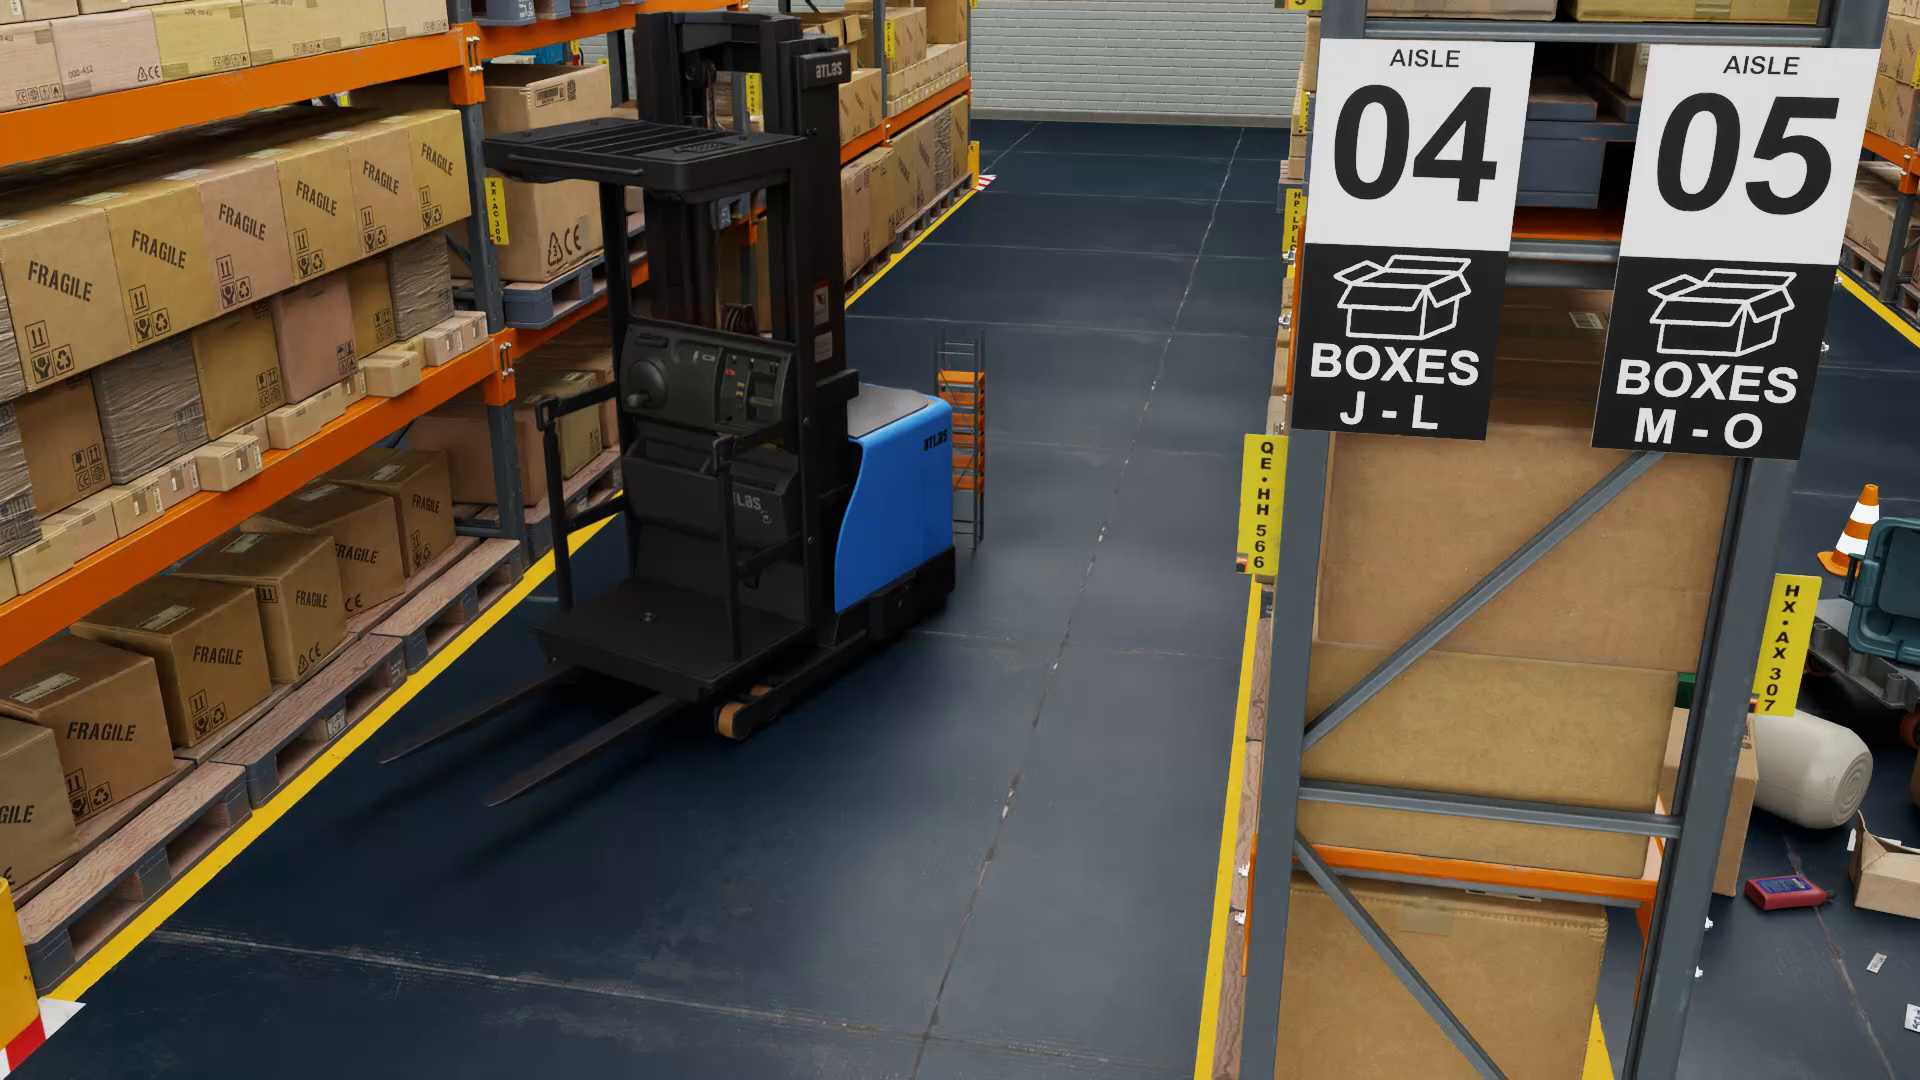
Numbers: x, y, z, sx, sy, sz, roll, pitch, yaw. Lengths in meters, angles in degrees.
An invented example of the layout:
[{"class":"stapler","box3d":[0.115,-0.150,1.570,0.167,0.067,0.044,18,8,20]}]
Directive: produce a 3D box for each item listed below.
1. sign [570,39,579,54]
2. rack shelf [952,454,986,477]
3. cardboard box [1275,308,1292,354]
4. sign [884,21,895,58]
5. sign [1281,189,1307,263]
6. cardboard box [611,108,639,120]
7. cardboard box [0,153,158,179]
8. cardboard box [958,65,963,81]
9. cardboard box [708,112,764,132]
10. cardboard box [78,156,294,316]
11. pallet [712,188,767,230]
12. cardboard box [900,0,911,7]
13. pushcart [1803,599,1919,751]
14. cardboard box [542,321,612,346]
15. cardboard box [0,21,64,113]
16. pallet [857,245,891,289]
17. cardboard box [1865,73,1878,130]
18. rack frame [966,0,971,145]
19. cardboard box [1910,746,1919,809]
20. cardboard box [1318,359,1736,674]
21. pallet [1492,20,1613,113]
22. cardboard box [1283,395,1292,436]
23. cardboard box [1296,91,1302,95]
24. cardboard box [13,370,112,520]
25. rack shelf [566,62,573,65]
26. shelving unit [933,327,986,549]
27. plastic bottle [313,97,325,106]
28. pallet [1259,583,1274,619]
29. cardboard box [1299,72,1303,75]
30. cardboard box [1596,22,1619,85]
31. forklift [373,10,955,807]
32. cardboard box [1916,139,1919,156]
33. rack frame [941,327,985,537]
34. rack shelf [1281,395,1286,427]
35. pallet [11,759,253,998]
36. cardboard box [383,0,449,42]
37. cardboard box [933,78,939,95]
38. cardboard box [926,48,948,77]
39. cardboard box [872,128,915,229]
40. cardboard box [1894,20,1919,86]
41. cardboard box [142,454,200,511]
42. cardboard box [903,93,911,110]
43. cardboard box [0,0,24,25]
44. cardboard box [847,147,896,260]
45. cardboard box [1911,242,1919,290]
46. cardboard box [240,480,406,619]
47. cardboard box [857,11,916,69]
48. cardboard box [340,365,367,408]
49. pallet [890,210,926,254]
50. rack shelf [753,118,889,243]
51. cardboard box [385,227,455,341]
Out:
[{"class":"sign","box3d":[-4.682,-6.065,20.180,0.100,0.325,0.005,4,22,11]},{"class":"rack shelf","box3d":[-0.003,-0.399,9.178,0.258,0.103,0.180,4,22,11]},{"class":"cardboard box","box3d":[2.440,-0.923,10.079,1.050,0.750,0.750,5,22,12]},{"class":"sign","box3d":[-0.658,-4.648,15.435,0.100,0.325,0.005,4,22,11]},{"class":"sign","box3d":[1.478,-1.382,7.327,0.100,0.325,0.005,4,22,11]},{"class":"cardboard box","box3d":[-2.094,-2.551,10.977,0.700,0.500,0.500,8,23,19]},{"class":"cardboard box","box3d":[-3.458,-1.213,6.479,0.500,0.500,0.500,4,22,11]},{"class":"cardboard box","box3d":[-0.176,-5.281,18.787,0.380,0.149,0.250,5,22,11]},{"class":"cardboard box","box3d":[-1.642,-2.926,12.469,0.500,0.500,0.500,5,22,12]},{"class":"cardboard box","box3d":[-2.955,-1.174,6.382,0.500,0.500,0.500,4,22,11]},{"class":"pallet","box3d":[-2.048,-2.365,11.466,1.213,0.211,1.003,4,22,11]},{"class":"cardboard box","box3d":[-0.839,-5.726,18.356,0.500,0.500,0.500,4,22,10]},{"class":"pushcart","box3d":[4.636,0.557,7.466,1.648,0.377,0.936,-3,22,-8]},{"class":"cardboard box","box3d":[-2.334,-1.109,10.848,0.700,0.500,0.500,6,23,15]},{"class":"cardboard box","box3d":[-3.189,-1.464,5.159,0.500,0.250,0.500,4,22,10]},{"class":"pallet","box3d":[-1.275,-2.604,15.536,1.003,0.211,1.213,4,22,11]},{"class":"cardboard box","box3d":[8.543,-4.039,15.233,0.500,0.500,0.500,4,22,10]},{"class":"rack frame","box3d":[-0.375,-5.648,19.362,1.000,3.000,0.127,4,22,11]},{"class":"cardboard box","box3d":[4.125,0.876,6.323,0.797,0.637,0.503,4,22,11]},{"class":"cardboard box","box3d":[1.309,-0.085,3.902,0.875,0.550,0.550,4,22,11]},{"class":"pallet","box3d":[1.583,-1.451,5.046,1.003,0.211,1.213,4,22,11]},{"class":"cardboard box","box3d":[1.633,-0.387,6.098,0.875,0.550,0.550,4,22,11]},{"class":"cardboard box","box3d":[2.692,-3.249,12.383,0.380,0.149,0.250,4,22,11]},{"class":"cardboard box","box3d":[-3.516,-0.372,5.730,0.875,0.500,0.500,4,22,11]},{"class":"rack shelf","box3d":[-5.632,-4.960,18.618,1.077,0.370,4.000,4,22,11]},{"class":"shelving unit","box3d":[-0.003,-0.551,9.116,0.258,1.200,0.189,4,22,11]},{"class":"plastic bottle","box3d":[-5.981,-4.018,15.482,0.152,0.276,0.135,4,22,11]},{"class":"pallet","box3d":[2.095,0.161,8.671,1.003,0.211,1.213,4,22,11]},{"class":"cardboard box","box3d":[2.954,-3.728,13.573,0.380,0.149,0.250,4,22,10]},{"class":"cardboard box","box3d":[1.631,-1.092,3.674,0.380,0.149,0.250,5,22,11]},{"class":"forklift","box3d":[-1.238,-0.693,7.150,1.130,2.935,3.031,13,26,30]},{"class":"cardboard box","box3d":[8.162,-3.219,13.533,0.500,0.250,0.500,4,22,10]},{"class":"rack frame","box3d":[0.016,-0.585,9.199,0.240,1.200,0.006,4,22,11]},{"class":"rack shelf","box3d":[2.420,-1.242,9.385,1.077,0.370,4.000,4,22,11]},{"class":"pallet","box3d":[-3.424,1.175,6.154,1.003,0.211,1.213,4,22,11]},{"class":"cardboard box","box3d":[-2.661,-2.395,7.470,0.500,0.250,0.500,5,23,13]},{"class":"cardboard box","box3d":[-0.437,-4.817,17.636,0.380,0.149,0.250,5,22,12]},{"class":"cardboard box","box3d":[-0.421,-5.147,17.922,0.500,0.250,0.500,4,22,9]},{"class":"cardboard box","box3d":[-0.978,-3.630,16.633,0.875,0.875,0.875,4,22,11]},{"class":"cardboard box","box3d":[8.337,-4.134,14.130,0.500,0.500,0.500,4,22,10]},{"class":"cardboard box","box3d":[-3.099,-0.224,6.230,0.380,0.149,0.250,4,22,11]},{"class":"cardboard box","box3d":[-0.698,-4.344,16.461,0.380,0.149,0.250,5,23,13]},{"class":"cardboard box","box3d":[-3.153,-1.670,5.136,0.380,0.149,0.250,5,23,13]},{"class":"cardboard box","box3d":[-1.302,-3.159,15.464,1.225,0.875,0.875,5,22,11]},{"class":"cardboard box","box3d":[8.462,-2.406,13.595,0.875,0.875,0.875,5,23,13]},{"class":"cardboard box","box3d":[-3.054,0.059,7.977,0.500,0.500,0.500,12,25,28]},{"class":"cardboard box","box3d":[-0.735,-4.937,16.395,0.500,0.500,0.500,4,22,11]},{"class":"cardboard box","box3d":[-2.872,-0.683,7.370,0.380,0.149,0.250,4,22,11]},{"class":"pallet","box3d":[-0.959,-3.164,16.927,1.003,0.211,1.213,4,22,11]},{"class":"rack shelf","box3d":[-1.599,-3.120,14.048,1.077,0.370,4.000,4,22,11]},{"class":"cardboard box","box3d":[-2.976,-1.284,7.994,0.875,0.500,0.500,4,22,11]}]
